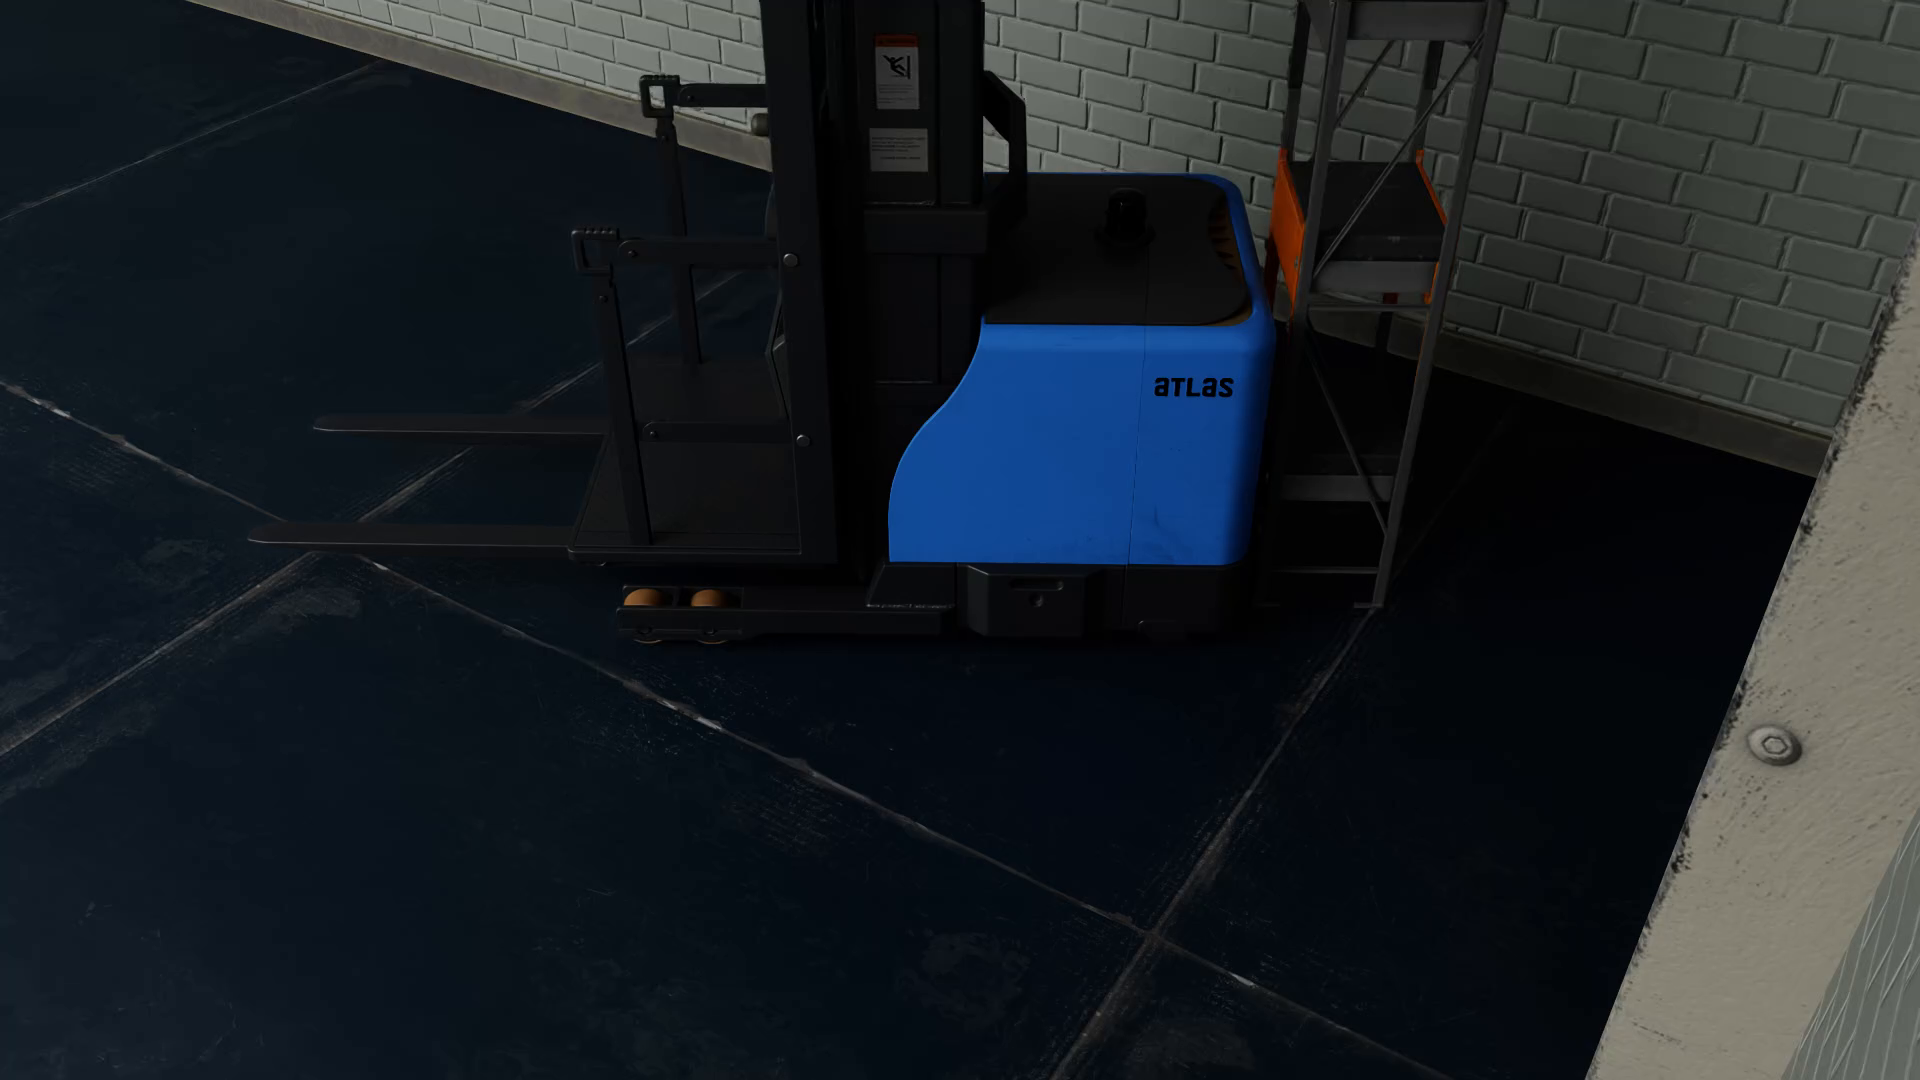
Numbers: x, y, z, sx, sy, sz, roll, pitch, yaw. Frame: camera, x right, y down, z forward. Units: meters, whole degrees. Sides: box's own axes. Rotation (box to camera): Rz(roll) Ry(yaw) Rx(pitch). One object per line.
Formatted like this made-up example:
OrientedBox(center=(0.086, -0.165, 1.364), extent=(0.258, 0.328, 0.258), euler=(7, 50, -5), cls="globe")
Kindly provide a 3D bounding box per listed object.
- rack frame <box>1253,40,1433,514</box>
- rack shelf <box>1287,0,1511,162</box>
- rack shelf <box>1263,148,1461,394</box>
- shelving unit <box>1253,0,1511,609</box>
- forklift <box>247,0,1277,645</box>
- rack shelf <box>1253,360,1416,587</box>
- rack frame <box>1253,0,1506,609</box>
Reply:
OrientedBox(center=(1.117, -0.924, 4.892), extent=(0.400, 2.100, 0.015), euler=(1, 38, 1), cls="rack frame")
OrientedBox(center=(1.112, -1.319, 4.280), extent=(0.431, 0.518, 0.480), euler=(1, 38, 1), cls="rack shelf")
OrientedBox(center=(1.112, -0.764, 4.707), extent=(0.431, 0.518, 0.480), euler=(1, 38, 1), cls="rack shelf")
OrientedBox(center=(1.112, -0.775, 4.699), extent=(0.431, 2.100, 0.503), euler=(1, 38, 1), cls="shelving unit")
OrientedBox(center=(-0.647, -1.169, 4.529), extent=(3.031, 2.935, 1.130), euler=(1, 38, 1), cls="forklift")
OrientedBox(center=(1.112, -0.210, 5.134), extent=(0.431, 0.518, 0.480), euler=(1, 38, 1), cls="rack shelf")
OrientedBox(center=(1.107, -0.626, 4.506), extent=(0.400, 2.100, 0.015), euler=(1, 38, 1), cls="rack frame")
